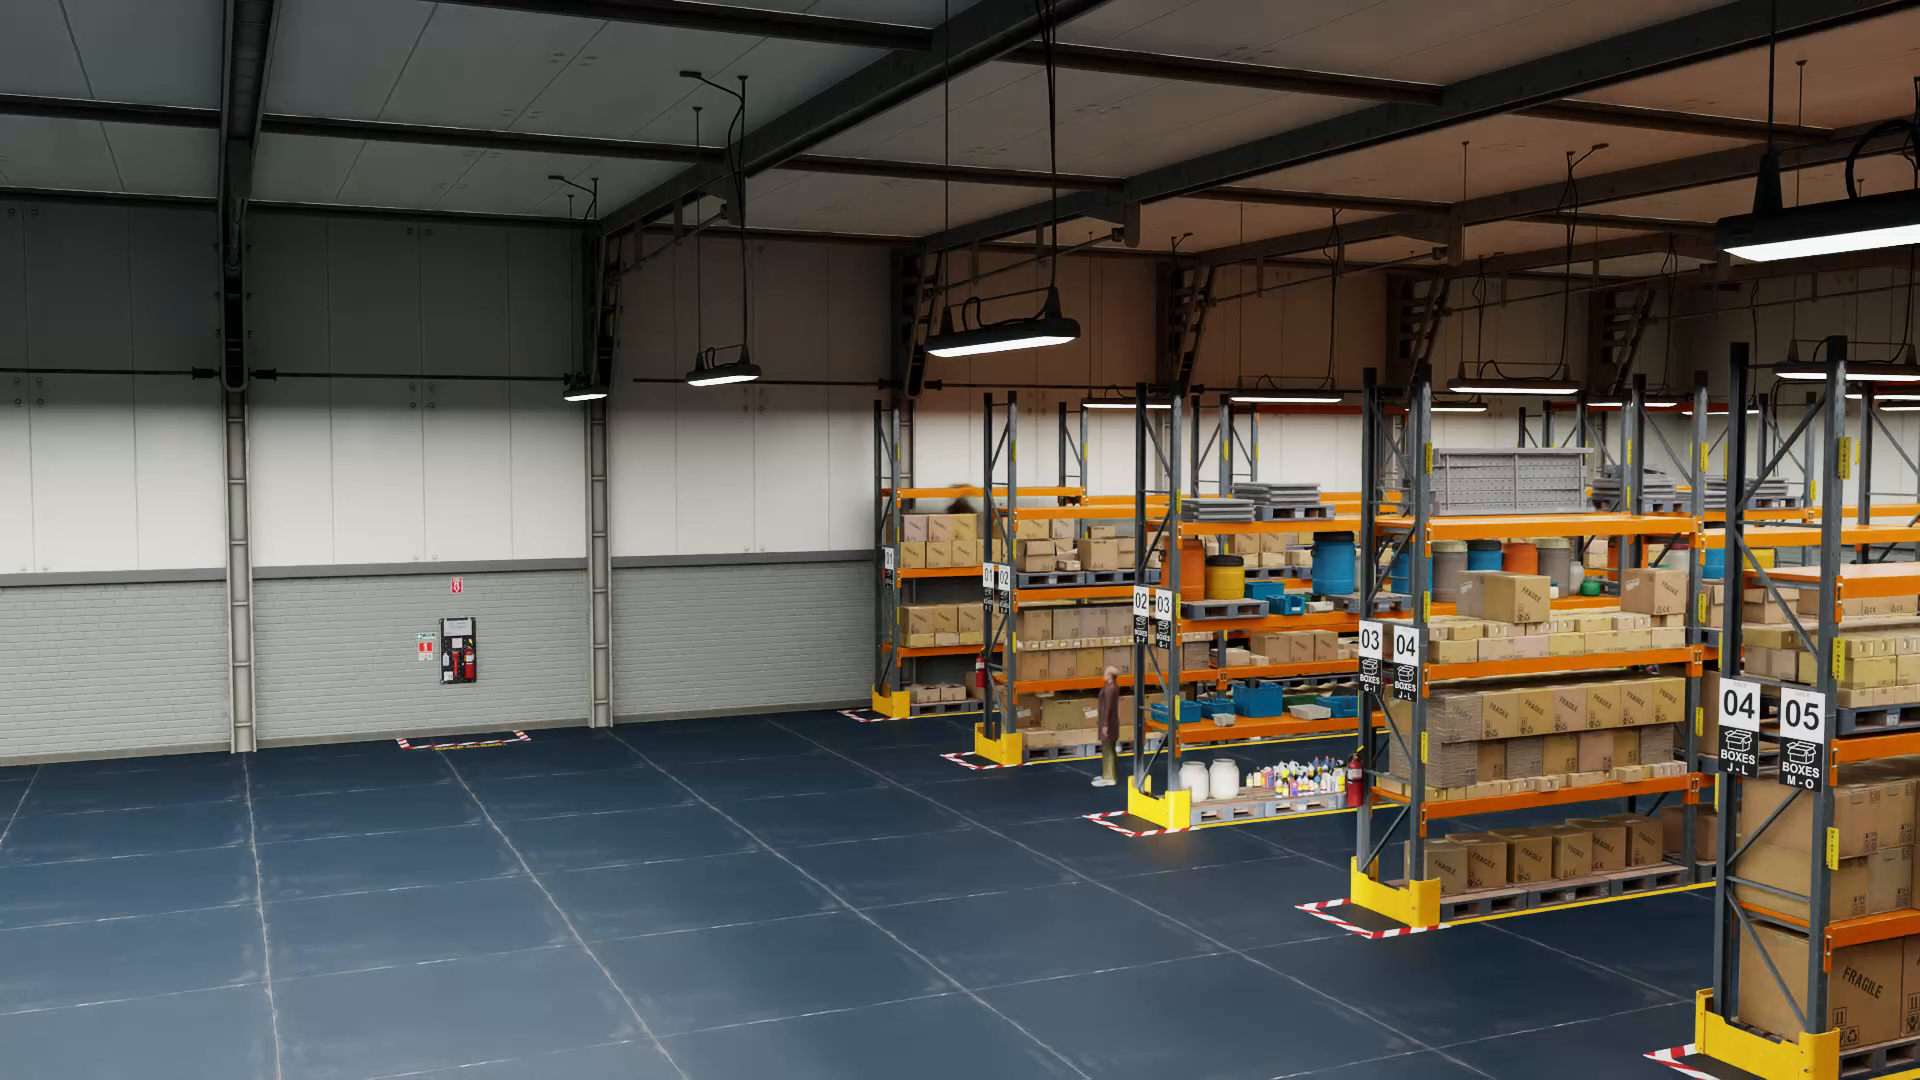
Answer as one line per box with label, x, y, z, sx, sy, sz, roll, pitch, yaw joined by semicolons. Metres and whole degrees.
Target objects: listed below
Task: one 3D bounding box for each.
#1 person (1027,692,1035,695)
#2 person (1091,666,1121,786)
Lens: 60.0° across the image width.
person;1.192;2.634;29.258;0.506;1.638;0.518;2;4;33
person;2.220;2.803;25.198;0.404;1.785;0.616;1;3;12
